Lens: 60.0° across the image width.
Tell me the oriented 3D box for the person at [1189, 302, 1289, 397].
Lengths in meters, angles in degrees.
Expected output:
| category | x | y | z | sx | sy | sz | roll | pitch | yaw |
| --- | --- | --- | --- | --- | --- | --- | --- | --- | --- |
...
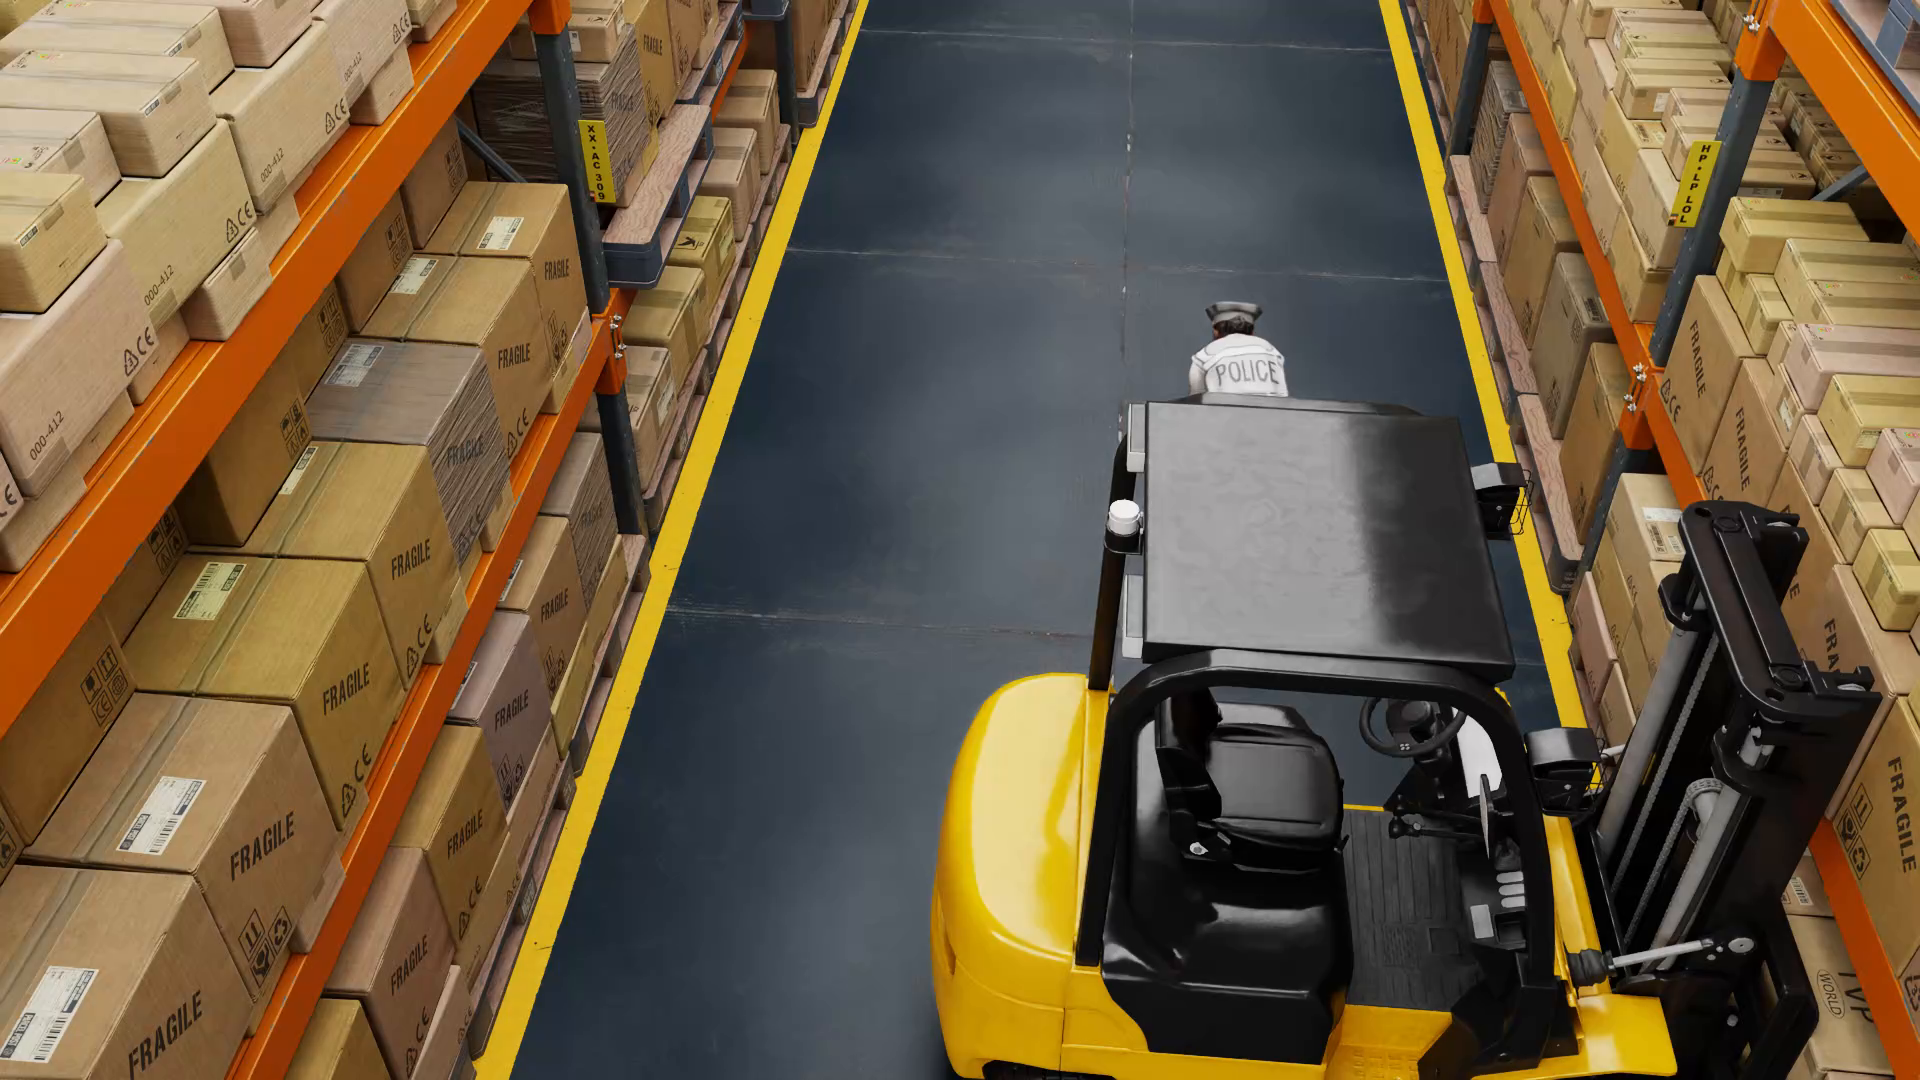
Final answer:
| category | x | y | z | sx | sy | sz | roll | pitch | yaw |
| --- | --- | --- | --- | --- | --- | --- | --- | --- | --- |
| person | 1.189 | -0.435 | 7.184 | 0.469 | 1.003 | 0.932 | 1 | 40 | 2 |
